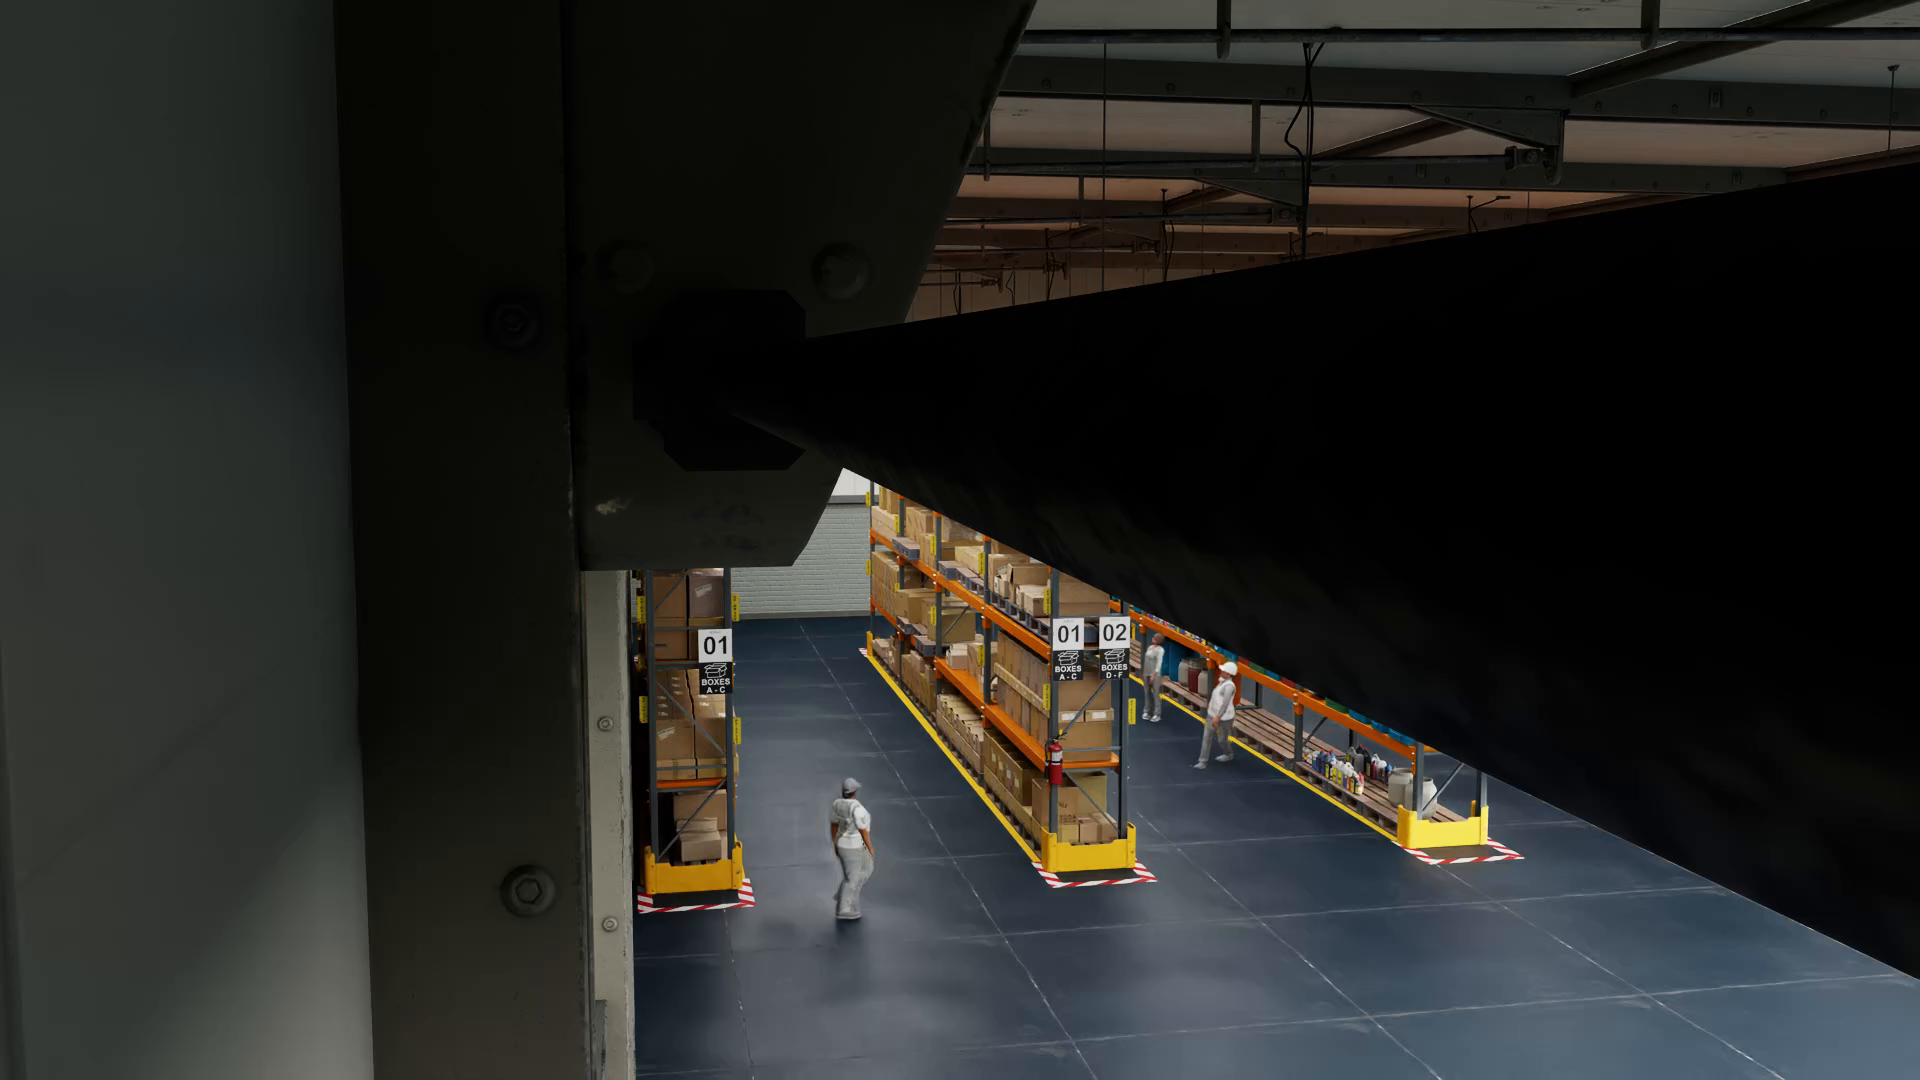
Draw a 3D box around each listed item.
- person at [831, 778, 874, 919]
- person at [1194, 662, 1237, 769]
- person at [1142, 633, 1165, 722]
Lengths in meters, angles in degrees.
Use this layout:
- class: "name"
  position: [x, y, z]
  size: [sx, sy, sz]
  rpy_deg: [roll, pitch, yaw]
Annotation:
- class: "person"
  position: [-1.215, 3.524, 18.998]
  size: [0.504, 1.670, 0.515]
  rpy_deg: [-1, 6, -9]
- class: "person"
  position: [4.103, 2.753, 26.109]
  size: [0.518, 1.706, 0.951]
  rpy_deg: [4, 7, 37]
- class: "person"
  position: [3.428, 2.450, 29.739]
  size: [0.395, 1.590, 0.452]
  rpy_deg: [-6, 8, -43]
